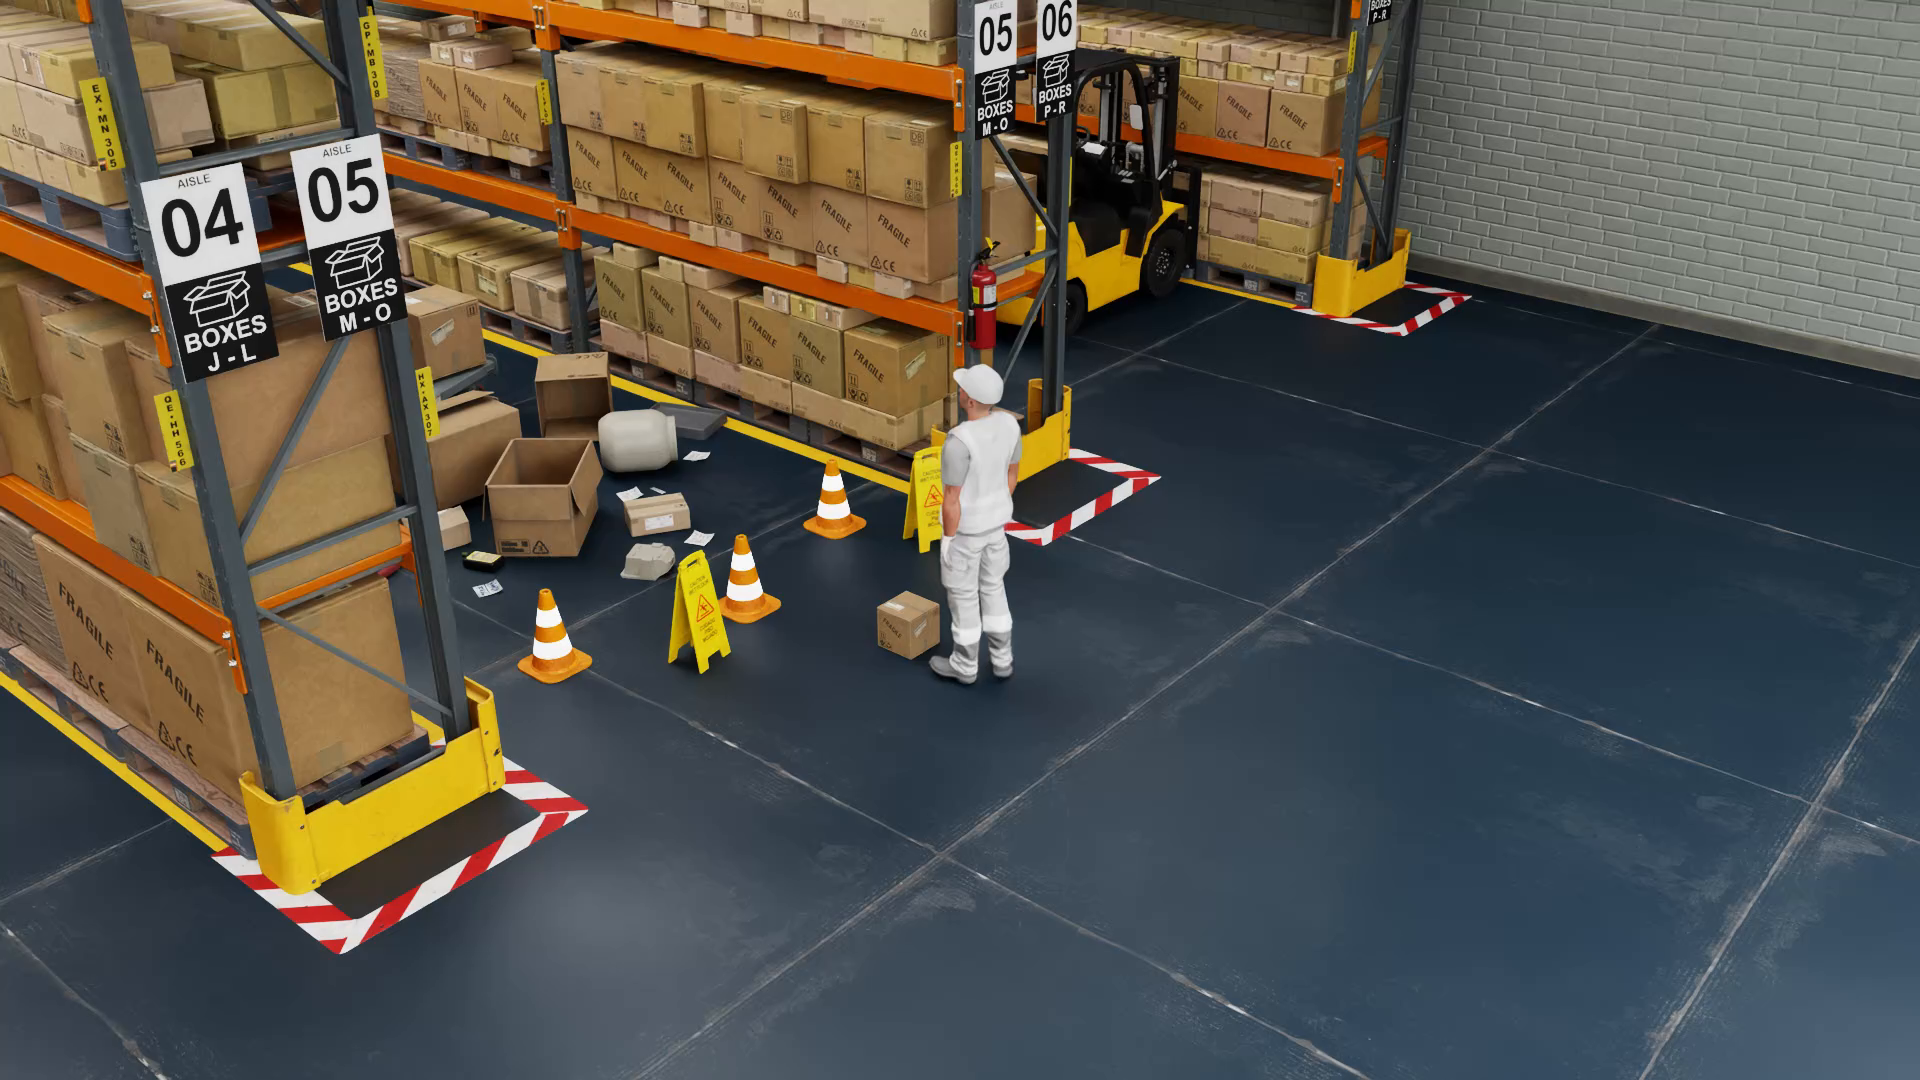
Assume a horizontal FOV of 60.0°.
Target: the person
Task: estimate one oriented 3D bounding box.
[{"bbox_3d":[0.073,-0.083,8.705,0.549,1.790,0.399,-23,35,-37],"label":"person"}]
